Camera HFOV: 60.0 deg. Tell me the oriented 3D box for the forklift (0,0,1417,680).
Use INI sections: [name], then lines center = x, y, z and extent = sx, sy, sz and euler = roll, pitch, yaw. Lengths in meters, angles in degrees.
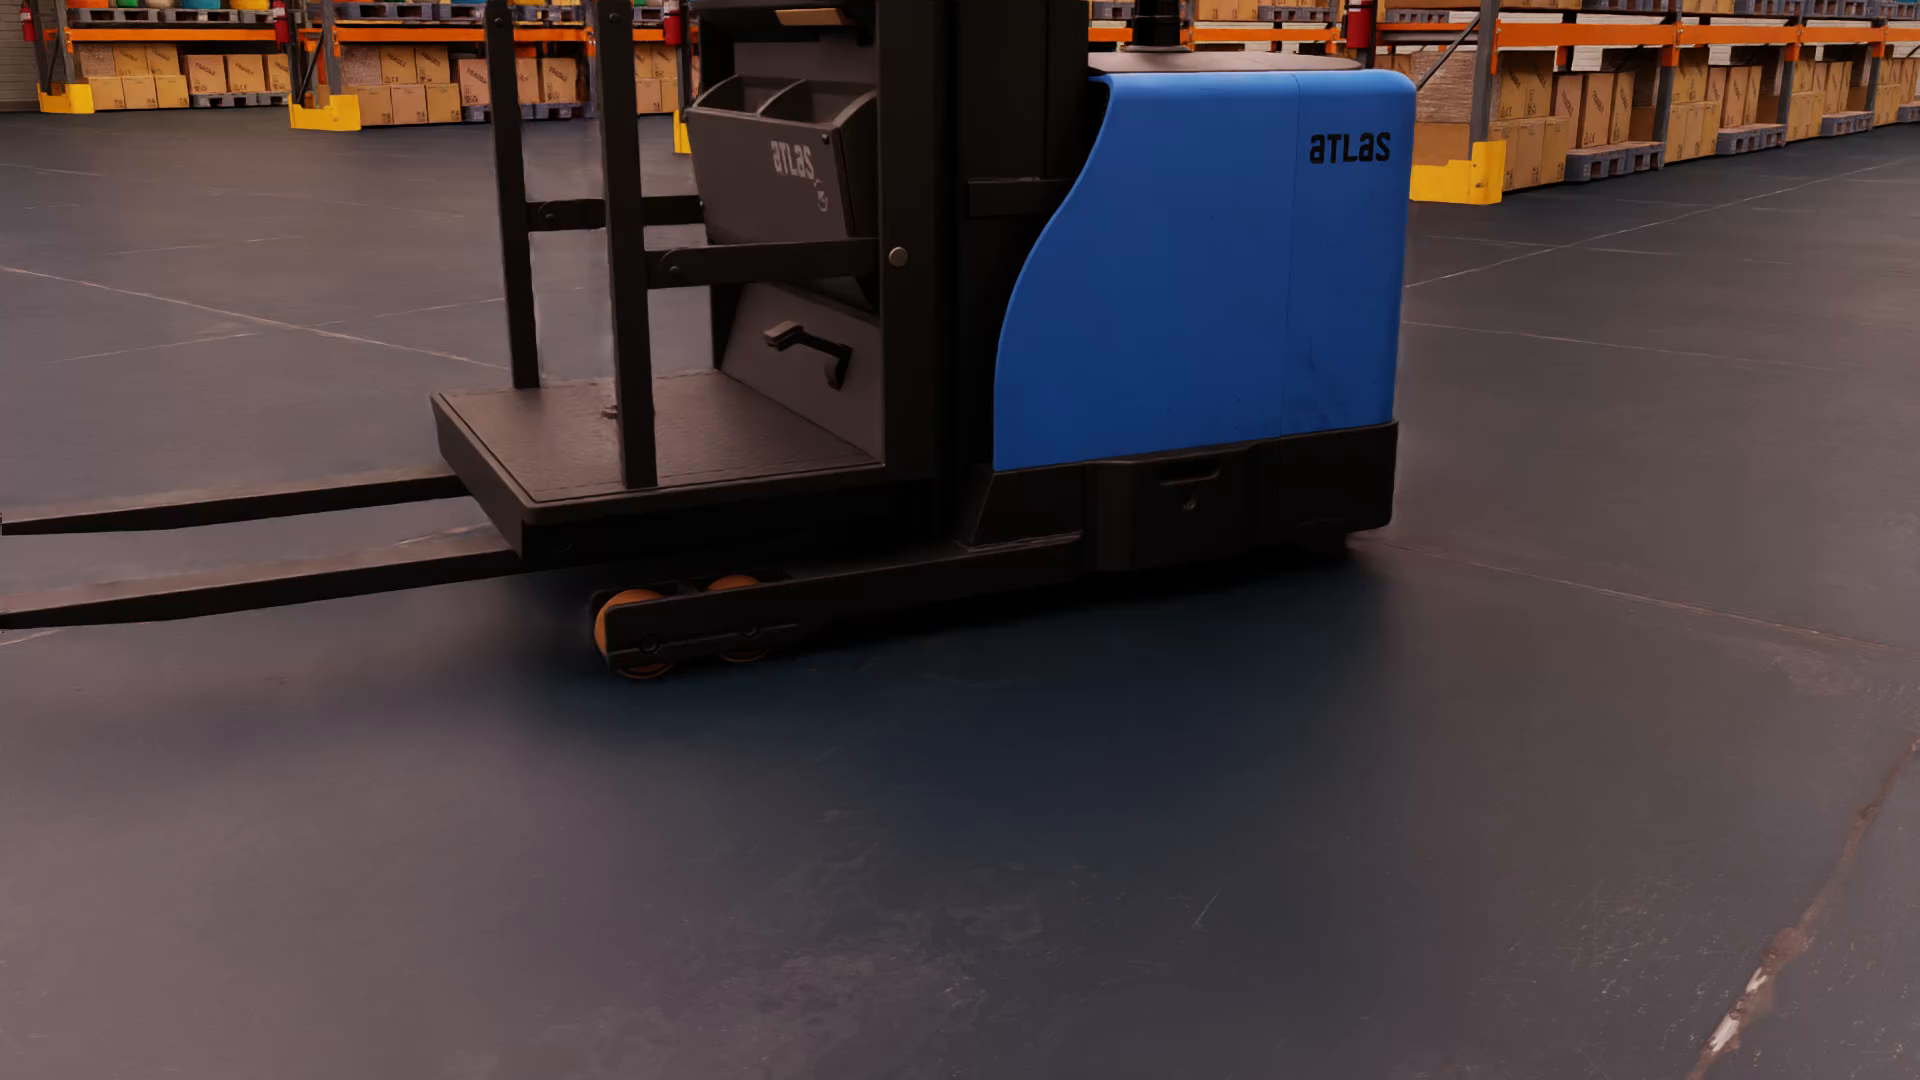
[forklift]
center = -0.558, -1.318, 3.237
extent = 3.031, 2.935, 1.130
euler = -8, 19, -25
